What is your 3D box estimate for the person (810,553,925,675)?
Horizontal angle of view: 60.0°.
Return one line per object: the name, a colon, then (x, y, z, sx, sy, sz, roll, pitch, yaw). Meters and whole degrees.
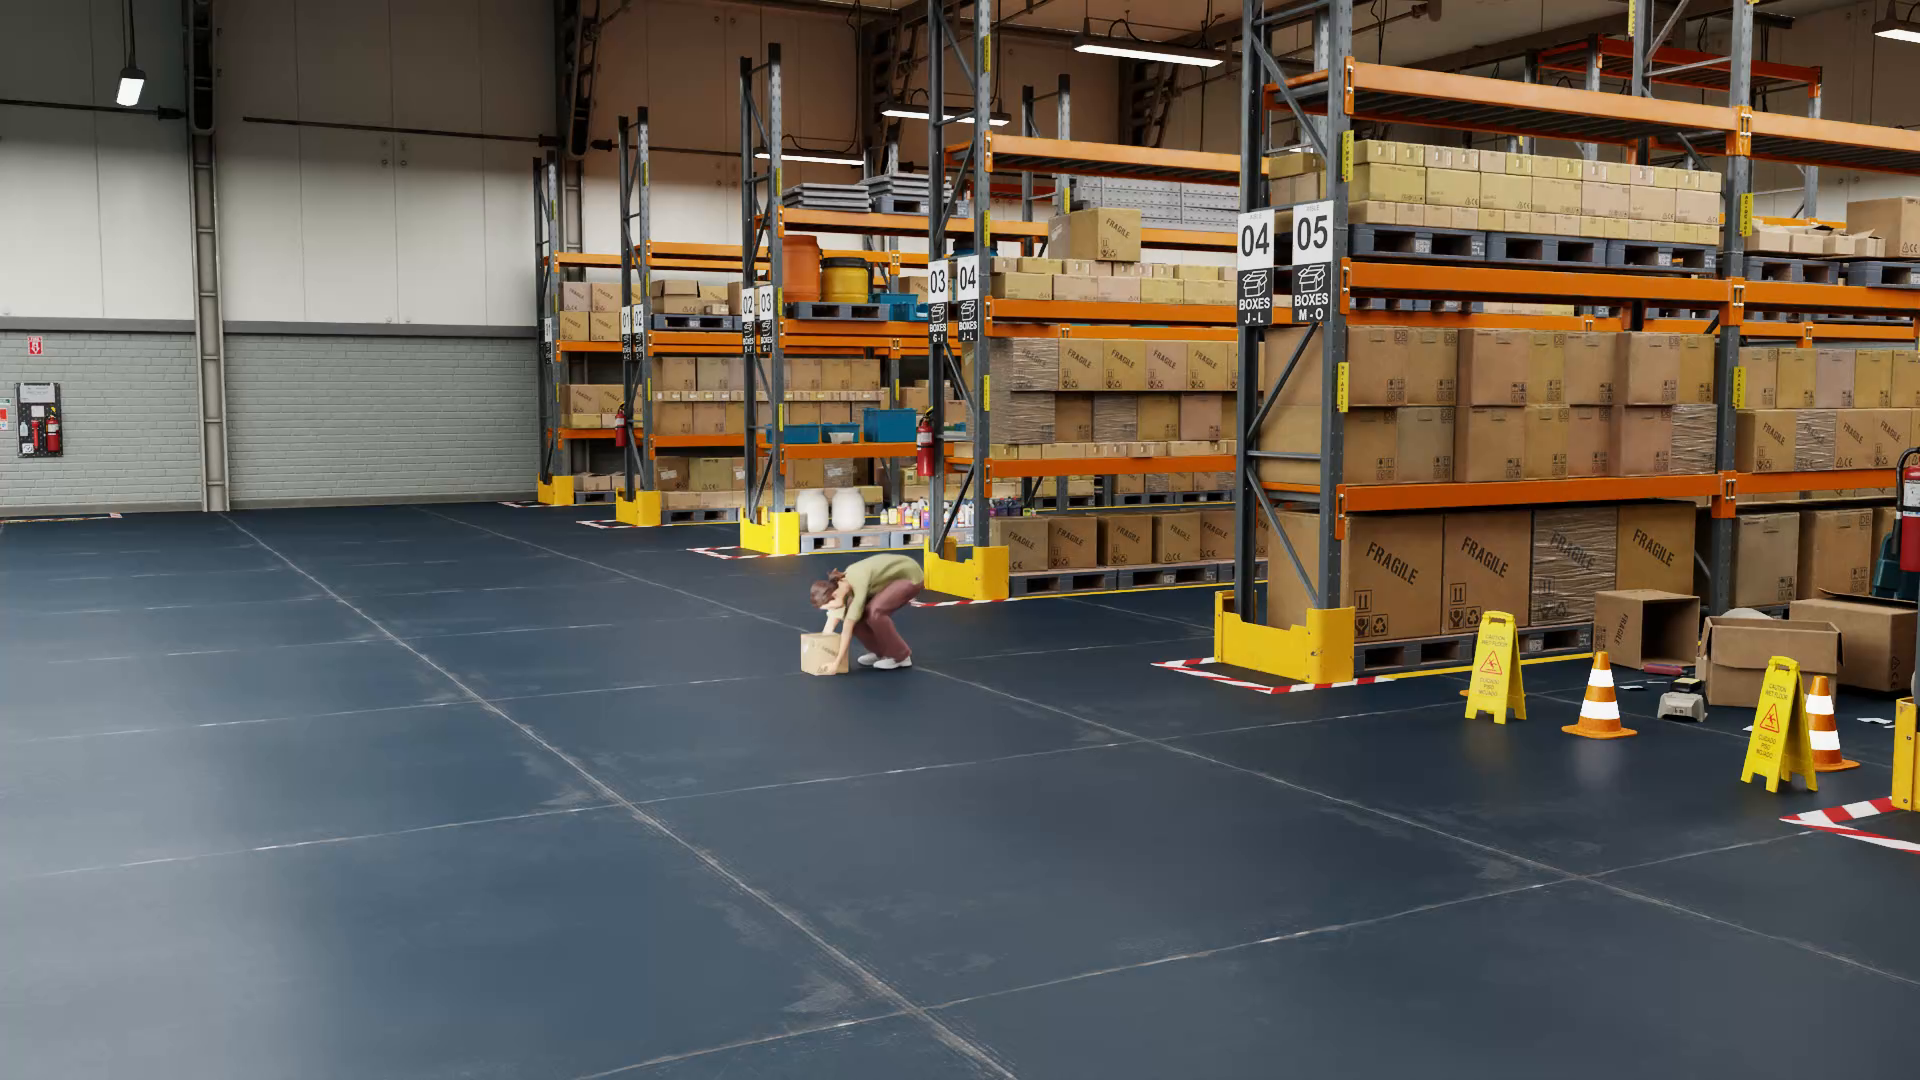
person: (-0.660, 0.516, 11.711, 0.860, 0.817, 0.475, -3, 6, -31)
